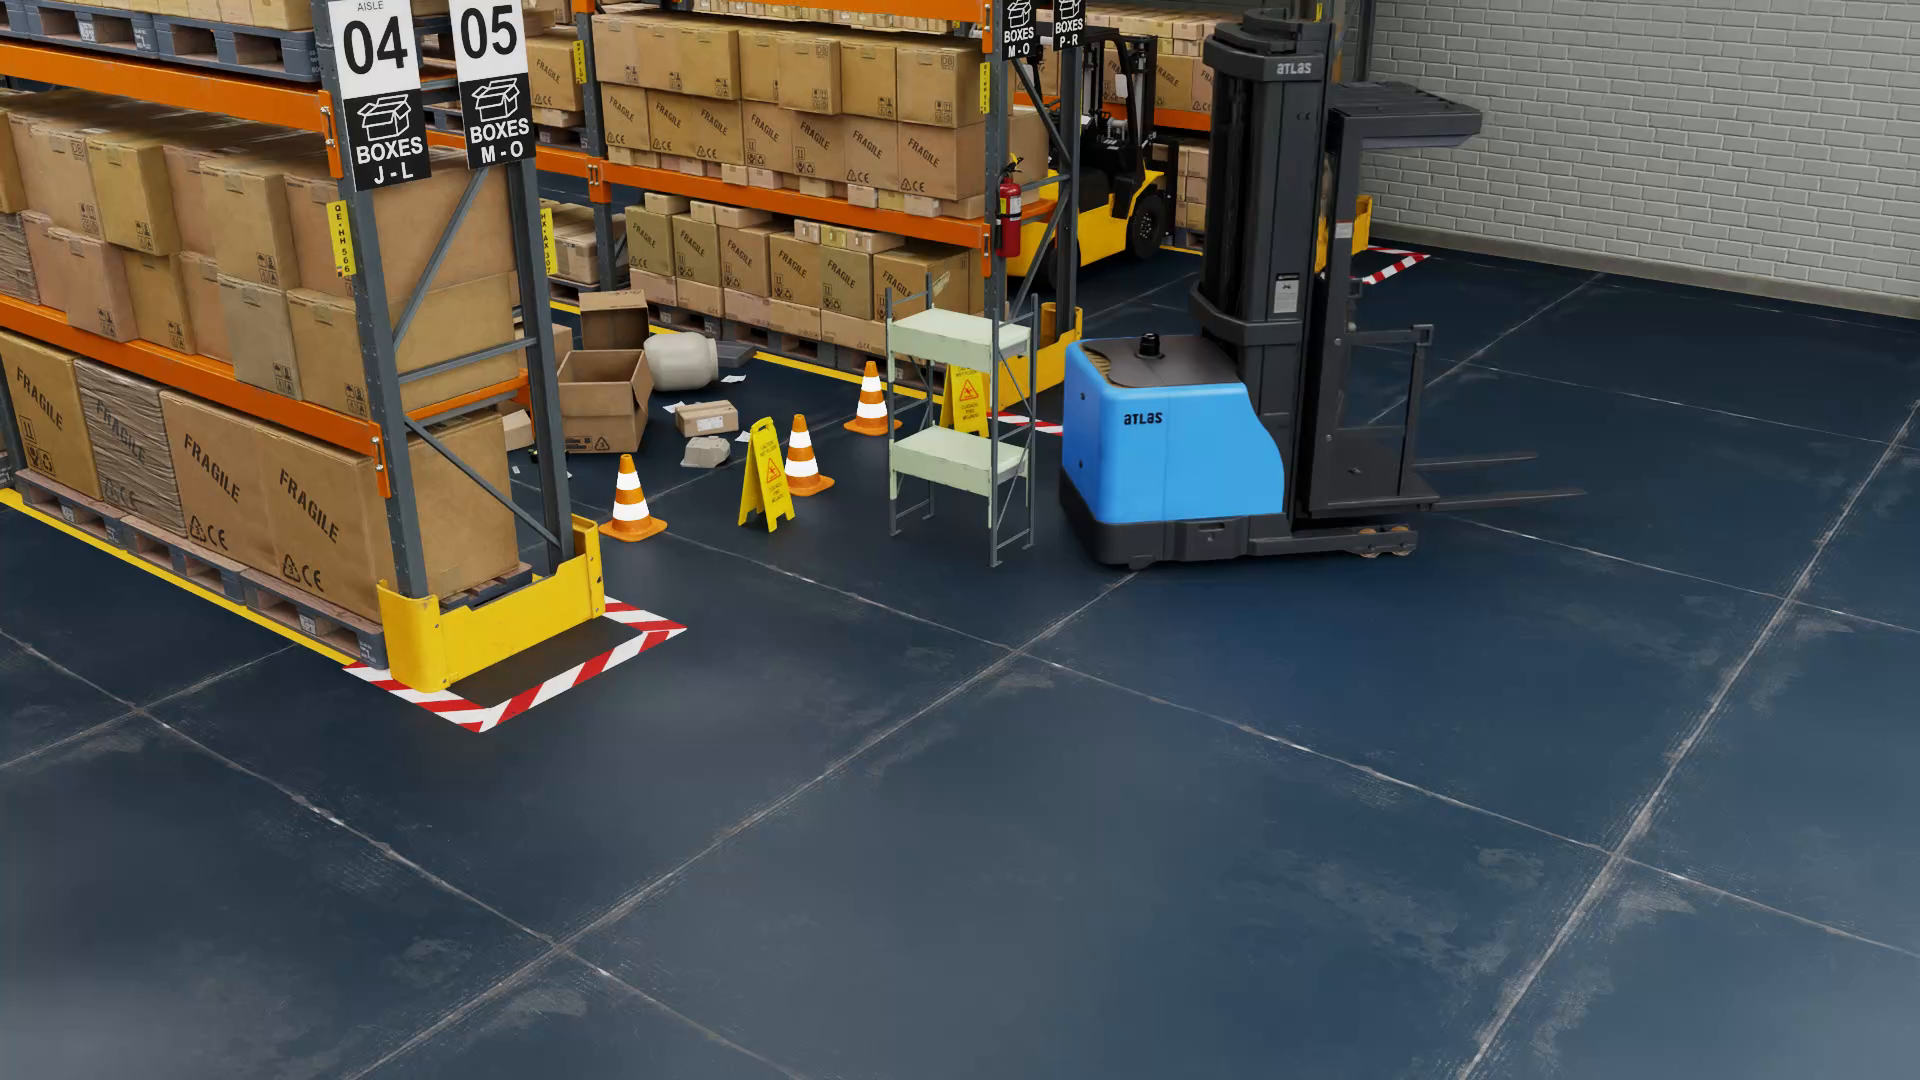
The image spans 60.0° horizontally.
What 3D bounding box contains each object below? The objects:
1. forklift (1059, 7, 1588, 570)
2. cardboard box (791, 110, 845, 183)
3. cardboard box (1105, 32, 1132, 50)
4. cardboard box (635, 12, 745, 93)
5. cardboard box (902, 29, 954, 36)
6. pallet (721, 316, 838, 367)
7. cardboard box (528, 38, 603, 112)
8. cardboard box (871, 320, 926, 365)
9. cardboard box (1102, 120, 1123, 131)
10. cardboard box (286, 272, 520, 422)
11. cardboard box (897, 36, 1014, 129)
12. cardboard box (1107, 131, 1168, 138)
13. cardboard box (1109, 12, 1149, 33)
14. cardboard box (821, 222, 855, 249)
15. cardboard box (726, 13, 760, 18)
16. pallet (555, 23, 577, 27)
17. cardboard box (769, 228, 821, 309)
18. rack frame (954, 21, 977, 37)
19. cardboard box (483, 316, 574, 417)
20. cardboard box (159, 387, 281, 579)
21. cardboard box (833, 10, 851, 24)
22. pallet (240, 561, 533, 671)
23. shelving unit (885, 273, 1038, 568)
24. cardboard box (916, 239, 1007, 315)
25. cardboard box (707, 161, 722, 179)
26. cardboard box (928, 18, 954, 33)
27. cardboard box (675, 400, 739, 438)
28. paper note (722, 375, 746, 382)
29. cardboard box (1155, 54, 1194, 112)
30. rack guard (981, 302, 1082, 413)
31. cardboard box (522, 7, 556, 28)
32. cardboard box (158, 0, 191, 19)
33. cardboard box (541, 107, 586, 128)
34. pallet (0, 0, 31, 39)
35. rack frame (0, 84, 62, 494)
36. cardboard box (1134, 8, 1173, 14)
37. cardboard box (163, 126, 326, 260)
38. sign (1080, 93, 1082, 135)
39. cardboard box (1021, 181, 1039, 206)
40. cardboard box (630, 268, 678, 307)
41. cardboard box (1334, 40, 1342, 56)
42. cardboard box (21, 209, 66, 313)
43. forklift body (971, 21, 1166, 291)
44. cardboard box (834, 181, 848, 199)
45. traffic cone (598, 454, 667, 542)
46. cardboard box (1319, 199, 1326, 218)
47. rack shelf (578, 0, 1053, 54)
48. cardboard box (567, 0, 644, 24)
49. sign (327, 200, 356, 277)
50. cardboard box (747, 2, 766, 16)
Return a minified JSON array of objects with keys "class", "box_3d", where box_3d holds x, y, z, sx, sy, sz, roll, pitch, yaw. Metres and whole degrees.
[{"class":"forklift","box_3d":[2.167,-1.443,9.391,3.031,2.935,1.130,-4,24,-9]},{"class":"cardboard box","box_3d":[-0.883,-2.945,12.221,0.500,0.500,0.500,17,29,33]},{"class":"cardboard box","box_3d":[1.609,-4.846,16.100,0.250,0.149,0.380,16,28,32]},{"class":"cardboard box","box_3d":[-2.070,-3.776,12.867,0.500,0.500,0.700,17,29,34]},{"class":"cardboard box","box_3d":[-0.260,-5.242,17.494,0.500,0.250,0.500,16,28,32]},{"class":"pallet","box_3d":[-1.149,-1.722,13.395,1.213,0.211,1.003,17,29,33]},{"class":"cardboard box","box_3d":[-3.195,-3.855,13.766,0.500,0.500,0.500,16,29,32]},{"class":"cardboard box","box_3d":[-0.314,-1.525,12.379,0.500,0.250,0.500,17,29,33]},{"class":"cardboard box","box_3d":[1.607,-4.136,17.067,0.500,0.250,0.500,17,29,34]},{"class":"cardboard box","box_3d":[-2.699,-0.998,8.110,0.550,0.550,0.875,17,29,33]},{"class":"cardboard box","box_3d":[-0.026,-3.169,11.488,0.500,0.500,0.700,16,28,32]},{"class":"cardboard box","box_3d":[1.709,-3.846,16.408,0.500,0.250,0.500,16,28,32]},{"class":"cardboard box","box_3d":[1.652,-5.011,16.106,0.250,0.149,0.380,17,29,33]},{"class":"cardboard box","box_3d":[-0.818,-2.289,12.379,0.250,0.149,0.380,17,29,34]},{"class":"cardboard box","box_3d":[-2.306,-5.866,18.908,0.500,0.250,0.500,18,29,35]},{"class":"pallet","box_3d":[-4.473,-6.394,20.780,1.213,0.211,1.003,17,29,33]},{"class":"cardboard box","box_3d":[-1.104,-2.112,12.783,0.500,0.500,0.500,16,28,32]},{"class":"rack frame","box_3d":[0.286,-5.046,17.482,0.127,3.000,1.000,17,29,33]},{"class":"cardboard box","box_3d":[-3.164,-1.227,11.743,0.503,0.637,0.797,17,29,33]},{"class":"cardboard box","box_3d":[-3.662,-0.429,9.118,0.875,0.875,0.875,16,29,32]},{"class":"cardboard box","box_3d":[-1.160,-5.699,18.035,0.250,0.149,0.380,17,29,34]},{"class":"pallet","box_3d":[-3.061,0.253,8.913,1.213,0.211,1.003,17,29,33]},{"class":"shelving unit","box_3d":[0.005,-0.685,9.444,0.755,1.500,0.431,17,29,33]},{"class":"cardboard box","box_3d":[0.014,-2.043,12.626,0.500,0.500,0.500,16,28,32]},{"class":"cardboard box","box_3d":[-1.755,-2.925,12.979,0.250,0.149,0.380,17,29,33]},{"class":"cardboard box","box_3d":[-0.120,-5.399,17.356,0.250,0.149,0.380,18,29,35]},{"class":"cardboard box","box_3d":[-1.747,-0.837,11.464,0.380,0.149,0.250,-10,26,-21]},{"class":"paper note","box_3d":[-1.696,-1.213,12.466,0.148,0.019,0.142,7,25,15]},{"class":"cardboard box","box_3d":[2.116,-4.411,15.917,0.500,0.500,0.500,16,29,32]},{"class":"rack guard","box_3d":[0.452,-1.351,12.195,0.348,0.500,1.175,17,29,33]},{"class":"cardboard box","box_3d":[-3.783,-4.572,14.587,0.250,0.149,0.380,19,30,36]},{"class":"cardboard box","box_3d":[-3.453,-2.506,7.663,0.250,0.149,0.380,17,29,34]},{"class":"cardboard box","box_3d":[-3.265,-3.556,13.891,0.250,0.149,0.380,17,29,34]},{"class":"pallet","box_3d":[-4.927,-2.953,9.121,1.213,0.211,1.003,17,29,33]},{"class":"rack frame","box_3d":[-5.575,-1.822,10.165,0.127,3.000,1.000,17,29,33]},{"class":"cardboard box","box_3d":[1.912,-5.153,16.429,0.250,0.149,0.380,18,29,35]},{"class":"cardboard box","box_3d":[-3.510,-1.802,8.595,0.550,0.550,0.875,17,29,33]},{"class":"sign","box_3d":[0.839,-3.047,11.873,0.005,0.325,0.100,17,29,33]},{"class":"cardboard box","box_3d":[0.366,-2.510,12.038,0.250,0.149,0.380,17,29,33]},{"class":"cardboard box","box_3d":[-2.377,-2.148,13.793,0.500,0.250,0.500,15,28,31]},{"class":"cardboard box","box_3d":[3.371,-4.587,15.512,0.250,0.149,0.380,16,28,32]},{"class":"cardboard box","box_3d":[-4.819,-1.679,9.656,0.550,0.550,0.875,17,29,33]},{"class":"forklift body","box_3d":[0.876,-3.560,15.162,1.214,2.155,2.313,17,29,33]},{"class":"cardboard box","box_3d":[-0.721,-2.637,12.326,0.250,0.149,0.380,17,29,34]},{"class":"traffic cone","box_3d":[-1.948,-0.280,9.812,0.334,0.463,0.336,17,29,33]},{"class":"cardboard box","box_3d":[3.211,-3.194,16.169,0.500,0.250,0.500,17,29,34]},{"class":"rack shelf","box_3d":[-1.087,-4.003,12.288,4.000,0.370,1.077,17,29,33]},{"class":"cardboard box","box_3d":[-4.331,-6.588,20.332,0.637,0.503,0.797,16,28,32]},{"class":"sign","box_3d":[-2.711,-1.321,7.299,0.005,0.325,0.100,17,29,33]},{"class":"cardboard box","box_3d":[-2.184,-6.006,18.734,0.250,0.149,0.380,17,29,34]}]
